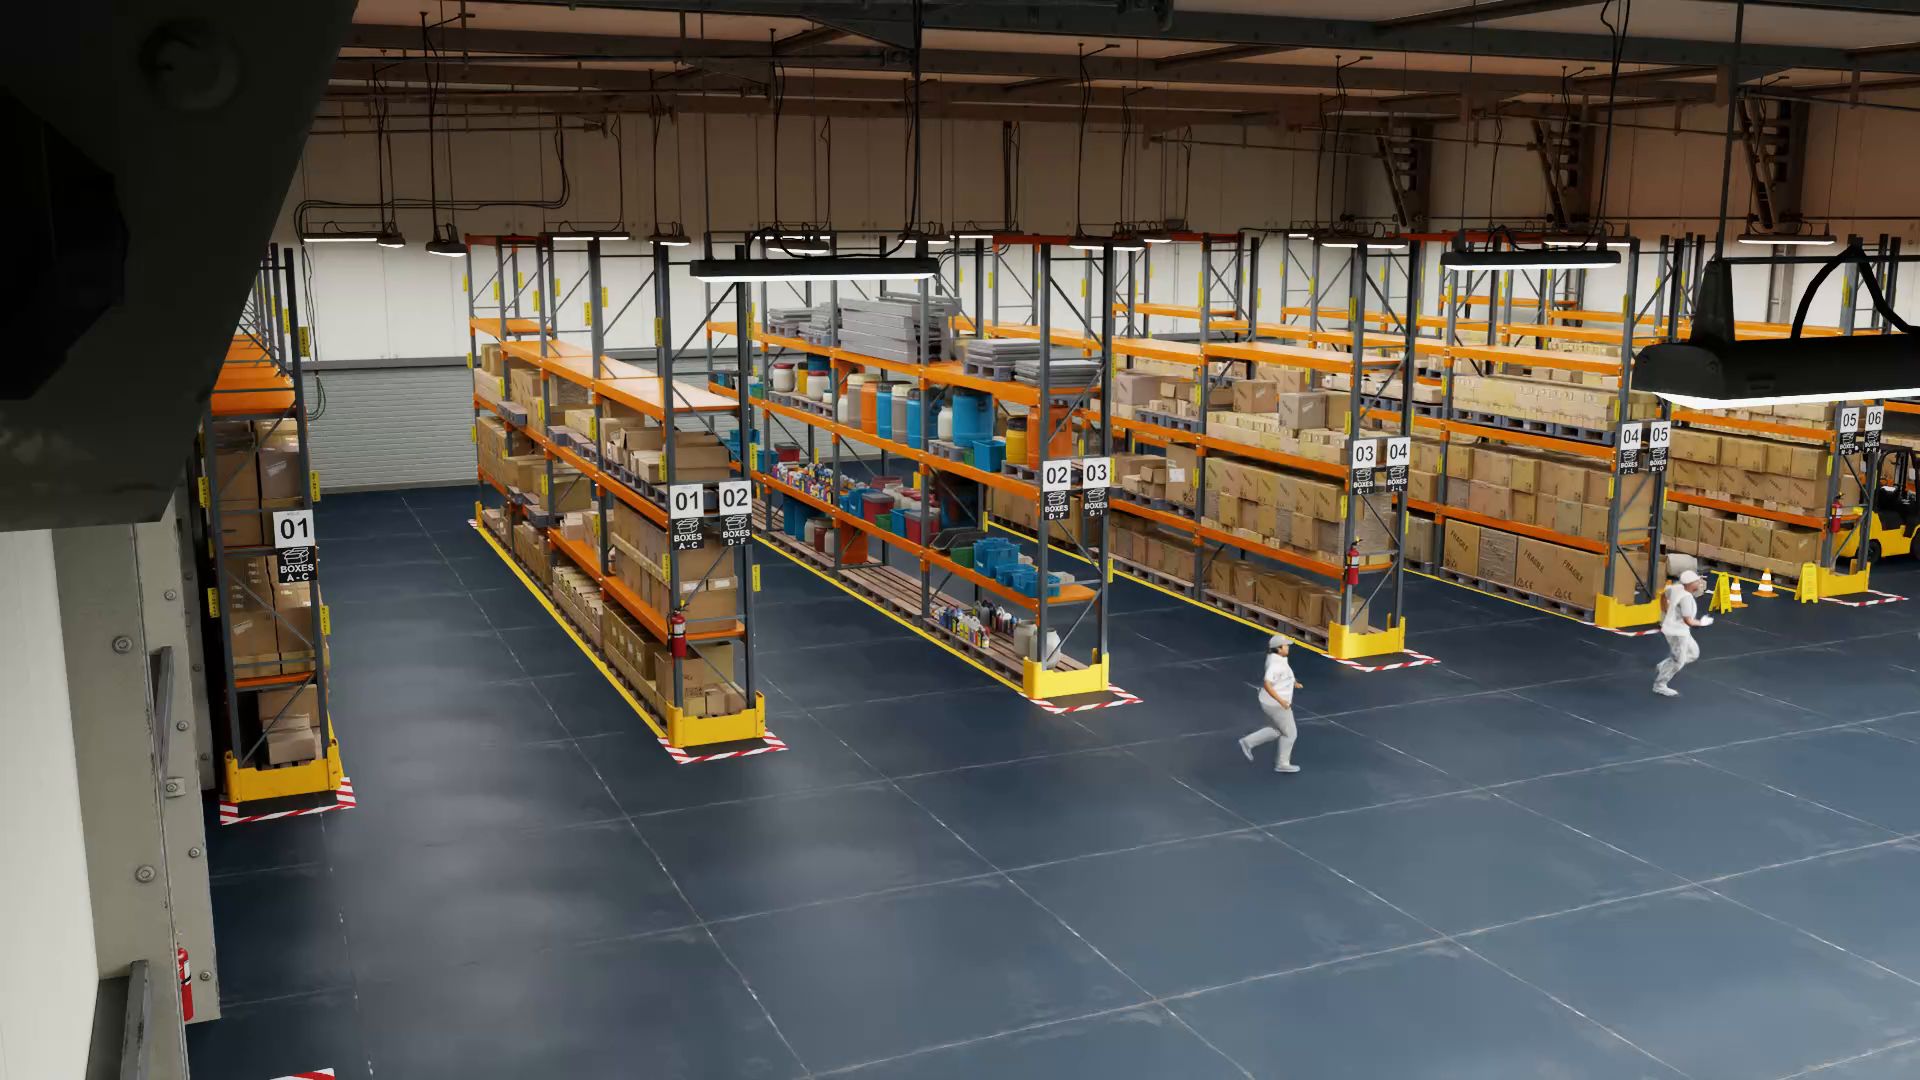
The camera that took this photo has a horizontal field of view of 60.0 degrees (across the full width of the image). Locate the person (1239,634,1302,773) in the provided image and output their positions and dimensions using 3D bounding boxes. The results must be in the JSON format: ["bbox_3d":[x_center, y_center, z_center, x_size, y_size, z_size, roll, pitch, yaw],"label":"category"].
[{"bbox_3d":[3.602,1.881,19.143,0.693,1.630,0.609,0,11,3],"label":"person"}]

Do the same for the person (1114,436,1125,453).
[{"bbox_3d":[4.006,-2.520,41.720,0.651,1.693,0.665,-4,12,-19],"label":"person"}]

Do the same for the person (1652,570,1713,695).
[{"bbox_3d":[9.667,1.240,22.194,0.657,1.724,0.732,3,11,14],"label":"person"}]
